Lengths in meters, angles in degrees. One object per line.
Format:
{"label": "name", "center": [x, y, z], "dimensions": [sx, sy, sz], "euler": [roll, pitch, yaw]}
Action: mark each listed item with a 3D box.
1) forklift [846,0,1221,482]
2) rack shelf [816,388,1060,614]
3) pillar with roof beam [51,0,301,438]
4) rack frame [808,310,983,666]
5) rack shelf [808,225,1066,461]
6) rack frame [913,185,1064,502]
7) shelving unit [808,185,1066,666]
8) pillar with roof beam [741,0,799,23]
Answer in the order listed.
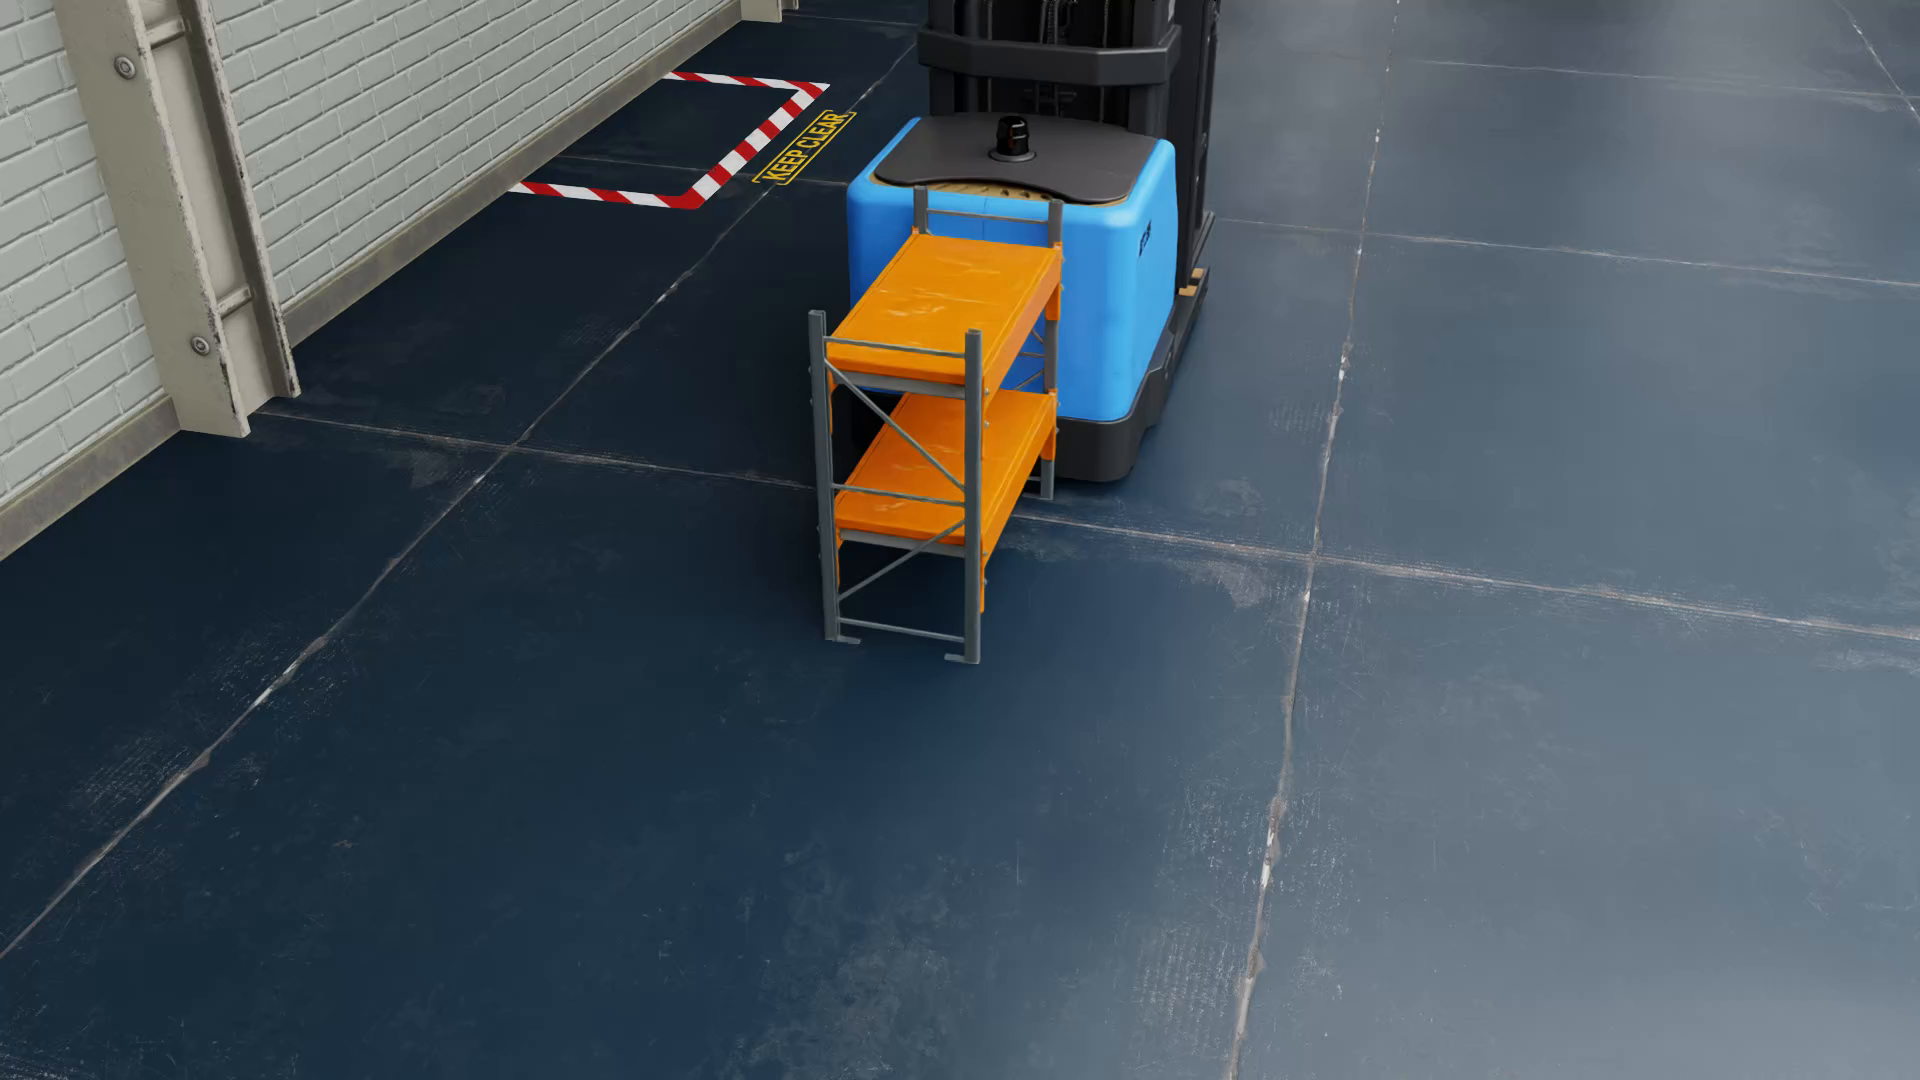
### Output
{"label": "forklift", "center": [0.483, -2.226, 6.519], "dimensions": [1.130, 2.935, 3.031], "euler": [9, 33, 13]}
{"label": "rack shelf", "center": [-0.045, -0.186, 5.449], "dimensions": [0.538, 0.278, 1.000], "euler": [9, 33, 13]}
{"label": "pillar with roof beam", "center": [1.320, -3.726, 3.223], "dimensions": [9.100, 9.000, 0.400], "euler": [8, 33, 12]}
{"label": "rack frame", "center": [-0.182, -0.129, 4.905], "dimensions": [0.500, 1.125, 0.032], "euler": [9, 33, 13]}
{"label": "rack shelf", "center": [-0.045, -0.639, 5.161], "dimensions": [0.538, 0.278, 1.000], "euler": [9, 33, 13]}
{"label": "rack frame", "center": [0.091, -0.655, 5.731], "dimensions": [0.500, 1.125, 0.032], "euler": [9, 33, 13]}
{"label": "shelving unit", "center": [-0.045, -0.392, 5.318], "dimensions": [0.538, 1.125, 1.048], "euler": [9, 33, 13]}
{"label": "pillar with roof beam", "center": [2.842, -6.839, 8.120], "dimensions": [9.100, 9.000, 0.400], "euler": [8, 33, 12]}
